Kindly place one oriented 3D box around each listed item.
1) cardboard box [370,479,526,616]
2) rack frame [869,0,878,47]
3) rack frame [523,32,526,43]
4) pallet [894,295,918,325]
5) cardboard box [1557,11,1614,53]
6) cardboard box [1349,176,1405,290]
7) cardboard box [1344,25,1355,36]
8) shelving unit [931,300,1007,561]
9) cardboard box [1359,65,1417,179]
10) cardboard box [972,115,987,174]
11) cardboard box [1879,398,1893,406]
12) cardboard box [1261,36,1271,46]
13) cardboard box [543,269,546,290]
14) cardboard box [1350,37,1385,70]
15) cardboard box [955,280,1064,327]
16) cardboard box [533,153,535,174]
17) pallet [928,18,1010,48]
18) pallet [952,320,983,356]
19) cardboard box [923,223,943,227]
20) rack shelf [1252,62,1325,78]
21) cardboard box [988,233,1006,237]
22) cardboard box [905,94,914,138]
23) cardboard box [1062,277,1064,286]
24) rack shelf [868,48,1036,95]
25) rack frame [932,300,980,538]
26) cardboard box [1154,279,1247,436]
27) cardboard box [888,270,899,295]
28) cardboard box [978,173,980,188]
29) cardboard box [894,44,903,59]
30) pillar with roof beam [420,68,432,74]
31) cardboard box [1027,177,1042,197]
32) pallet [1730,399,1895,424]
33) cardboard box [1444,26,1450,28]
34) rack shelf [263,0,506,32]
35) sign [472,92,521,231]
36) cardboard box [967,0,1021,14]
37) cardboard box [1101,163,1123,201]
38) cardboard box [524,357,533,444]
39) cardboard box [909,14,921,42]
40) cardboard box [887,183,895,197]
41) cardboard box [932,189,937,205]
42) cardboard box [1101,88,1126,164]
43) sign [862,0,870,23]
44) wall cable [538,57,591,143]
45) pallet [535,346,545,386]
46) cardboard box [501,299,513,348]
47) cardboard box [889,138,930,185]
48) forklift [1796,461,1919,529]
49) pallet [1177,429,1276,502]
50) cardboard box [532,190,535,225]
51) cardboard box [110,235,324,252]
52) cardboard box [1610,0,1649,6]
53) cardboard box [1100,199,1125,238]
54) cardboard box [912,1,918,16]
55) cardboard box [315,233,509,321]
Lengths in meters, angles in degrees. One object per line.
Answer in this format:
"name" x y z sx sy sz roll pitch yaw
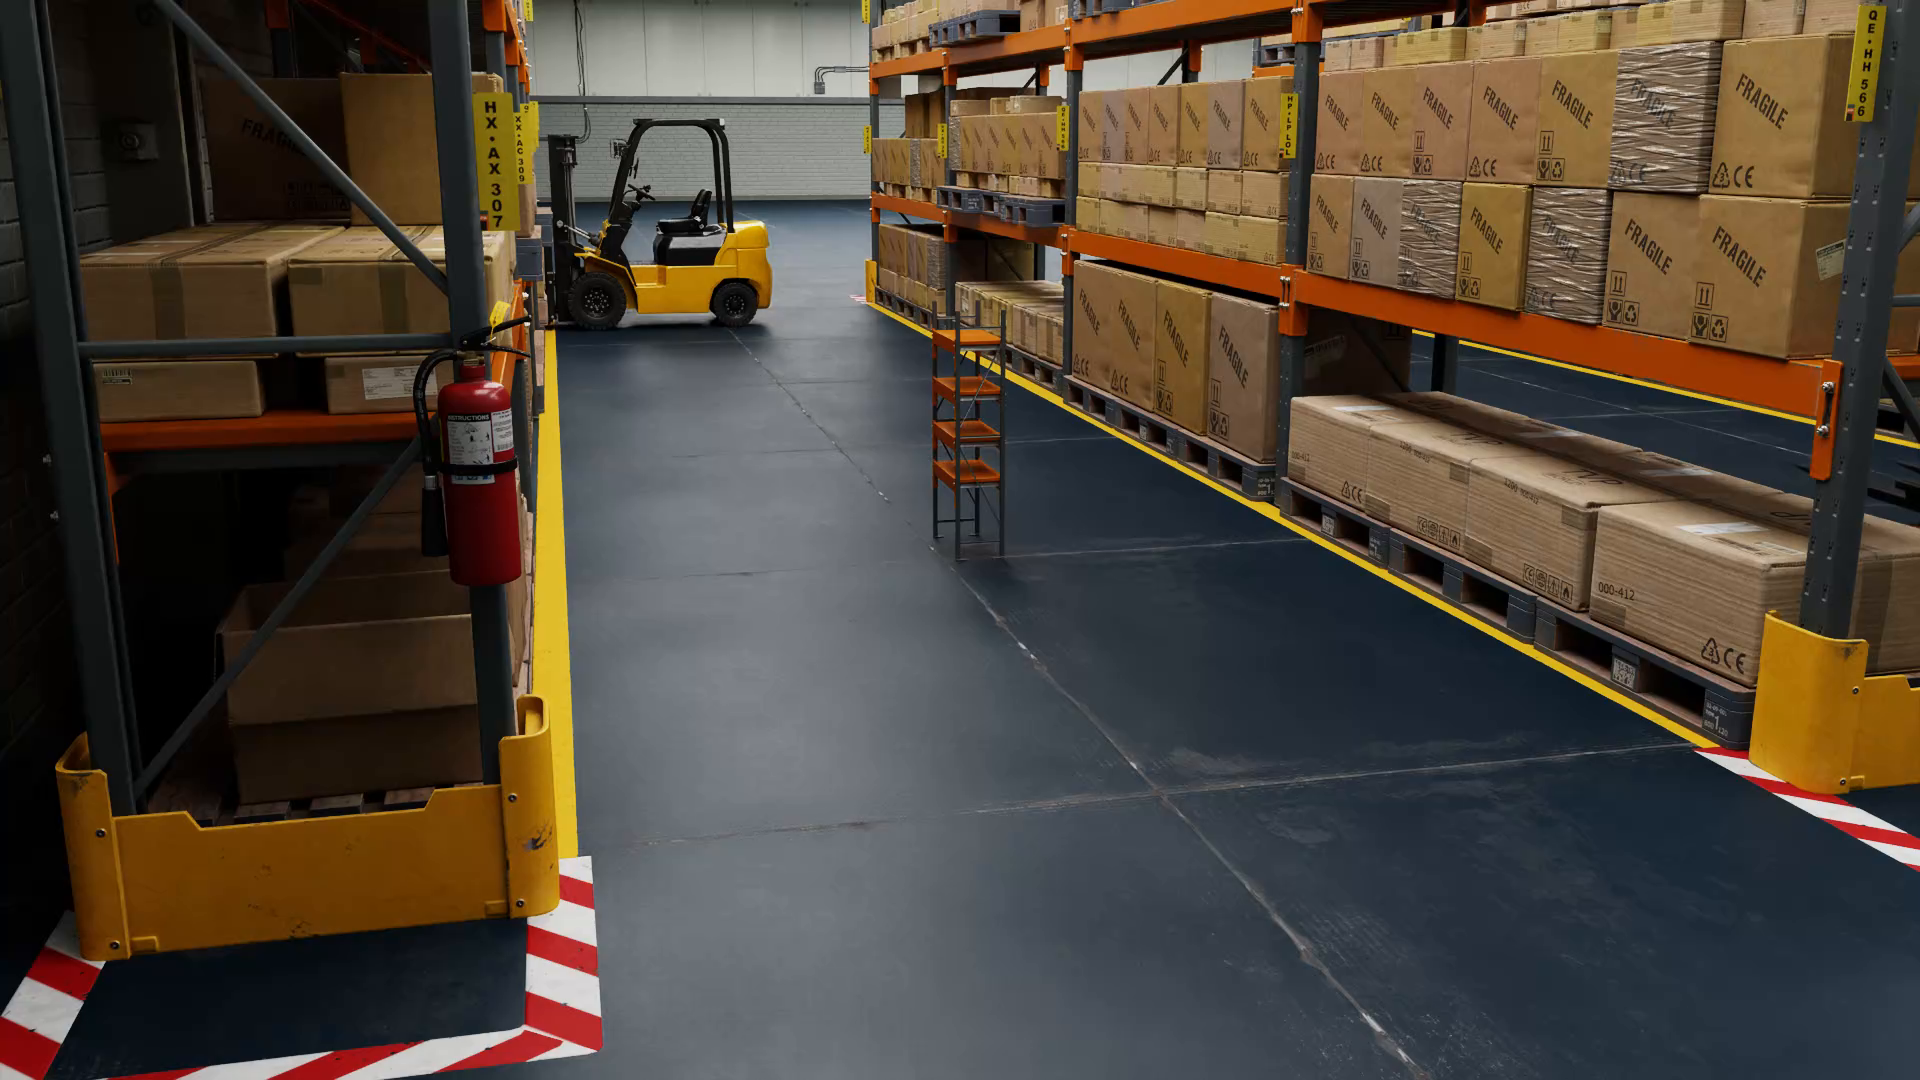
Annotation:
"cardboard box" -1.890 0.077 6.174 0.500 0.500 0.500 -3 14 -12
"rack frame" -0.583 -7.343 19.522 1.000 3.000 0.127 -3 14 -13
"rack frame" -5.407 -7.065 18.386 1.000 3.000 0.127 -3 14 -13
"pallet" -0.125 -2.586 18.568 1.003 0.211 1.213 -3 14 -13
"cardboard box" 2.543 -1.950 6.404 0.380 0.149 0.250 -3 14 -12
"cardboard box" 2.205 -1.470 7.912 0.500 0.500 0.500 -3 14 -13
"cardboard box" 4.510 -5.693 18.524 0.380 0.149 0.250 -3 14 -12
"shelving unit" 0.039 -0.545 8.128 0.258 1.200 0.503 -3 14 -13
"cardboard box" 2.225 -1.954 7.789 0.500 0.500 0.500 -3 14 -14
"cardboard box" 0.409 -3.549 14.909 0.500 0.500 0.500 -3 14 -14
"cardboard box" 6.485 -1.224 11.500 0.500 0.500 0.500 -4 14 -15
"cardboard box" 3.974 -6.219 20.674 0.380 0.149 0.250 -3 14 -13
"cardboard box" -4.508 -2.701 17.018 0.500 0.250 0.500 -3 14 -14
"cardboard box" 2.133 -2.364 8.100 0.380 0.149 0.250 -3 14 -12
"cardboard box" 0.482 -2.313 16.224 0.950 0.372 0.625 -3 14 -12
"cardboard box" -5.036 -4.101 18.682 0.500 0.500 0.500 -4 14 -14
"pallet" 0.398 -4.723 15.516 1.213 0.211 1.003 -3 14 -13
"pallet" 0.541 -1.972 16.053 1.003 0.211 1.213 -3 14 -13
"cardboard box" -0.141 -3.491 19.725 0.500 0.500 0.500 -3 14 -13
"rack shelf" 4.675 -5.374 19.300 1.077 0.370 4.000 -3 14 -13
"cardboard box" 0.510 -3.237 17.318 0.380 0.149 0.250 -3 14 -12
"cardboard box" -0.250 -5.002 19.636 0.700 0.500 0.500 -4 14 -15
"cardboard box" 1.428 -2.616 18.076 0.500 0.500 0.500 7 15 26
"rack shelf" -0.113 -5.075 18.075 1.077 0.370 4.000 -3 14 -13
"rack frame" -0.018 -0.601 8.359 0.240 1.200 0.015 -3 14 -13
"cardboard box" 1.793 -1.179 10.524 0.875 0.875 0.875 -3 14 -12
"cardboard box" -0.550 -2.977 19.202 0.500 0.250 0.500 -3 14 -11
"cardboard box" 0.370 -3.324 15.355 0.380 0.149 0.250 -2 14 -10
"cardboard box" -0.513 -5.371 18.301 0.380 0.149 0.250 -3 14 -13
"pillar with roof beam" -3.344 -8.479 24.171 9.100 9.000 0.400 -3 14 -13
"cardboard box" 0.754 -2.841 13.380 0.380 0.149 0.250 -3 14 -14
"pallet" 6.549 -1.067 12.348 1.003 0.211 1.213 -3 14 -13
"cardboard box" 5.390 -5.496 17.715 0.380 0.149 0.250 -4 14 -14
"rack shelf" -2.119 -2.029 5.608 1.077 0.370 4.000 -3 14 -13
"sign" -1.122 -0.911 4.011 0.100 0.325 0.005 -3 14 -13
"cardboard box" 0.364 -4.705 14.477 0.500 0.250 0.500 -3 14 -14
"cardboard box" 1.295 -2.503 11.615 0.500 0.250 0.500 -3 14 -12
"cardboard box" -2.847 -0.854 9.986 0.500 0.500 0.500 -4 14 -15
"cardboard box" -0.234 -5.357 17.401 0.500 0.250 0.500 -4 14 -14
"cardboard box" -0.633 -4.032 19.142 0.380 0.149 0.250 -3 14 -12
"cardboard box" -0.080 -3.498 16.955 0.380 0.149 0.250 -3 14 -12
"cardboard box" 1.300 -2.876 11.562 0.500 0.500 0.500 -3 14 -13
"sign" -1.110 -6.280 19.650 0.100 0.325 0.005 -3 14 -13
"wall cable" -12.571 -13.020 49.303 3.097 2.526 0.112 -3 14 -13
"pallet" -3.966 -1.424 13.811 1.003 0.211 1.213 -3 14 -13
"cardboard box" -1.714 -0.729 5.621 0.380 0.149 0.250 -4 14 -15
"cardboard box" -0.495 -4.260 18.707 0.500 0.500 0.500 -4 14 -14
"forklift" 5.170 -1.279 7.484 1.130 2.935 3.031 -2 14 -8
"pallet" 1.981 -0.480 9.945 1.003 0.211 1.213 -3 14 -13
"cardboard box" -2.606 -1.879 8.702 0.700 0.500 0.500 -3 14 -13
"cardboard box" -2.135 -0.742 4.834 0.500 0.250 0.500 -3 14 -13
"cardboard box" 5.729 -4.604 14.030 0.380 0.166 0.250 -3 14 -13
"cardboard box" 1.304 -2.266 11.698 0.500 0.250 0.500 -4 14 -15
"cardboard box" -0.300 -5.585 17.496 0.380 0.149 0.250 -3 14 -13
"cardboard box" -1.612 -0.768 4.938 0.500 0.250 0.500 -3 14 -13
